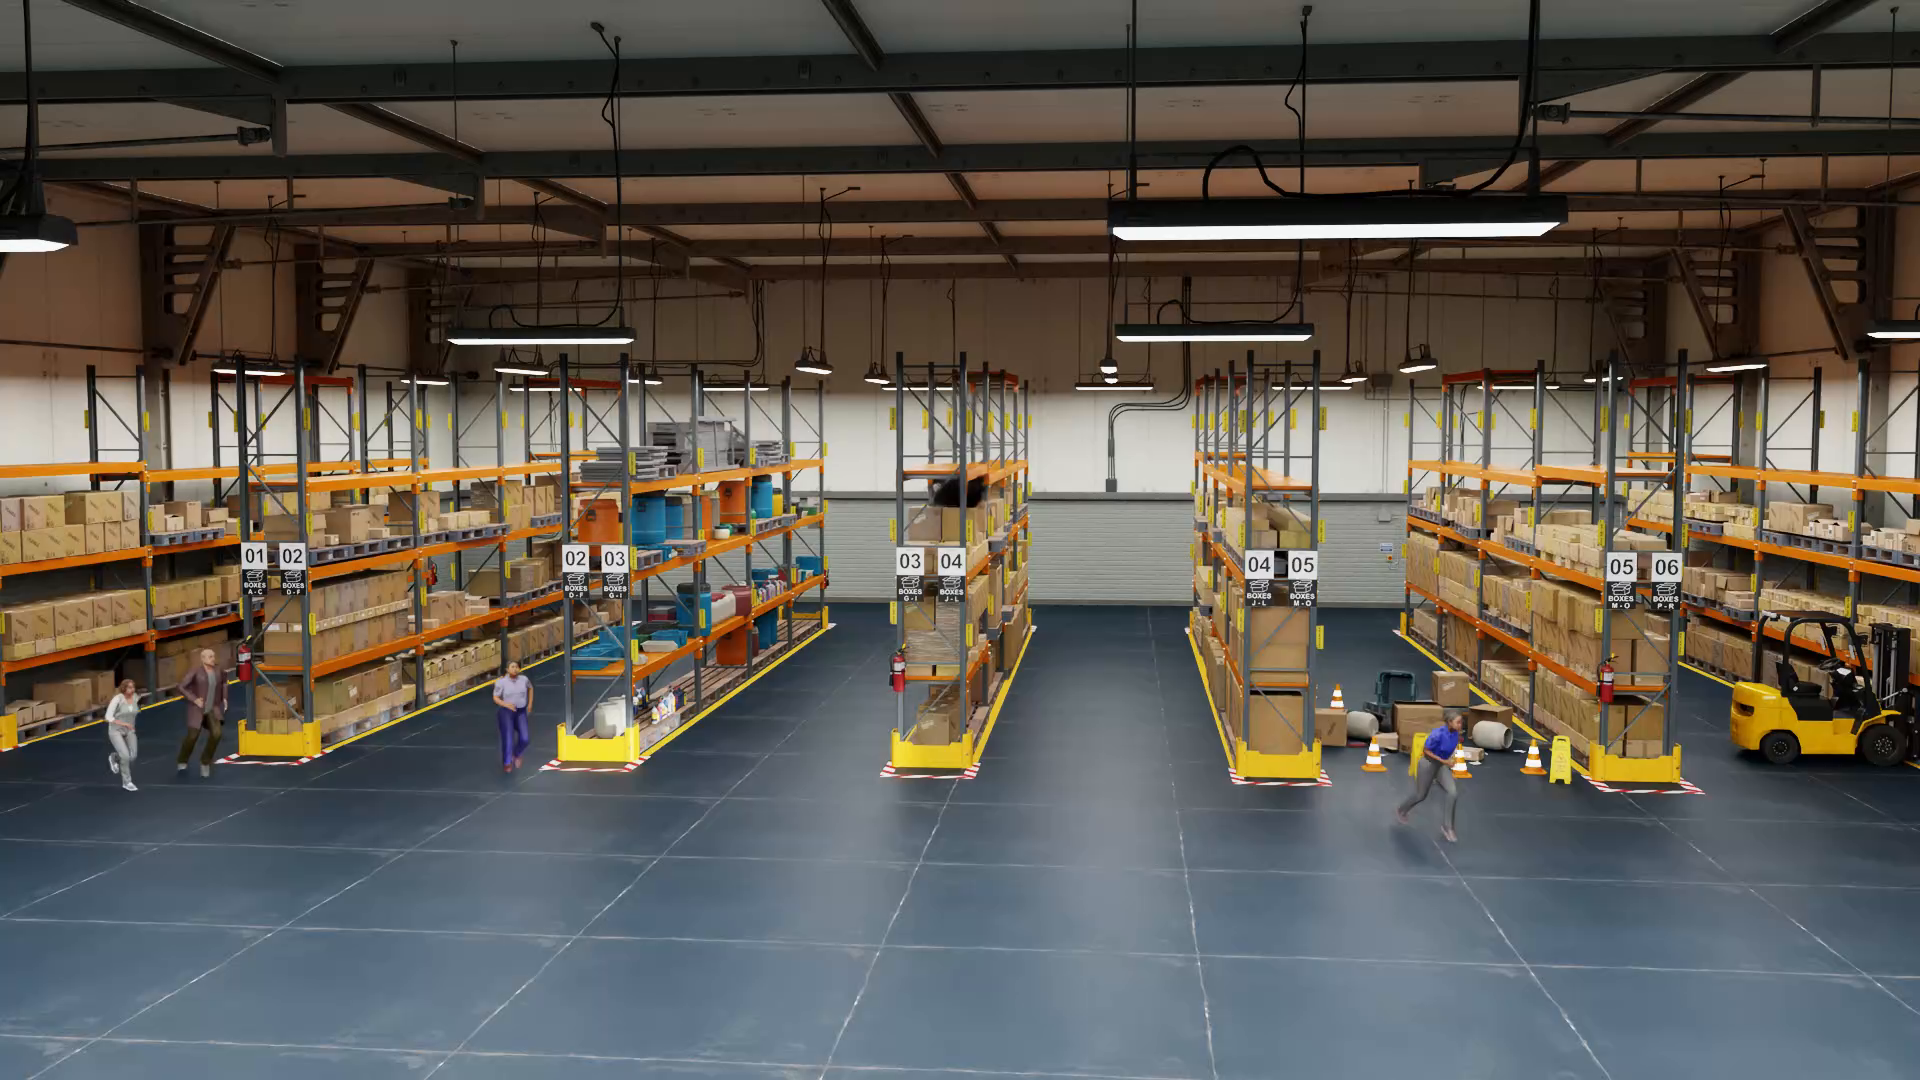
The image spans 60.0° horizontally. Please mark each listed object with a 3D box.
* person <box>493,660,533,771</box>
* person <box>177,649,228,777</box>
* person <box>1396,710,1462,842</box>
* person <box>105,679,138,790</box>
[{"bbox_3d":[-6.346,2.508,23.766,0.634,1.607,0.590,-3,5,-33],"label":"person"},{"bbox_3d":[-10.776,2.456,23.750,0.730,1.795,0.770,4,6,44],"label":"person"},{"bbox_3d":[5.702,2.811,20.187,0.618,1.616,0.965,-3,5,-35],"label":"person"},{"bbox_3d":[-11.402,2.639,22.637,0.681,1.543,0.522,3,5,35],"label":"person"}]
